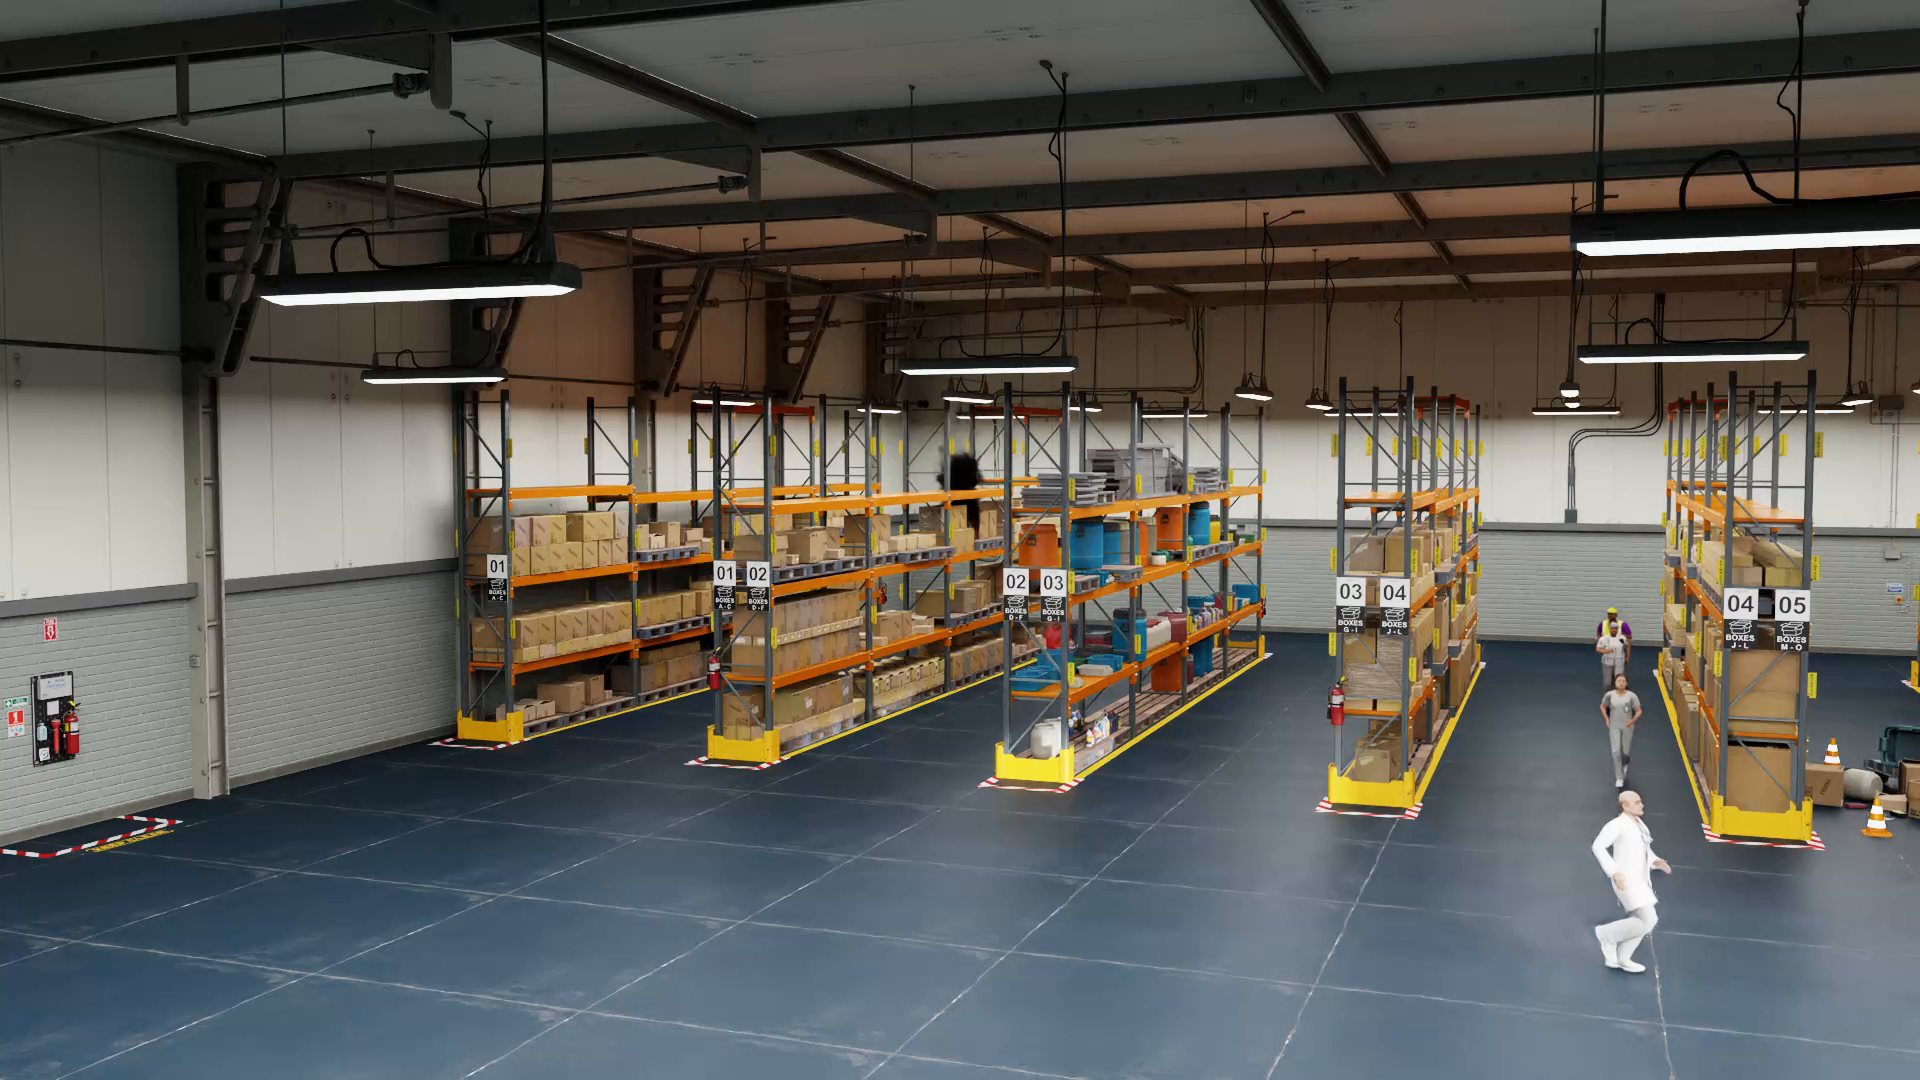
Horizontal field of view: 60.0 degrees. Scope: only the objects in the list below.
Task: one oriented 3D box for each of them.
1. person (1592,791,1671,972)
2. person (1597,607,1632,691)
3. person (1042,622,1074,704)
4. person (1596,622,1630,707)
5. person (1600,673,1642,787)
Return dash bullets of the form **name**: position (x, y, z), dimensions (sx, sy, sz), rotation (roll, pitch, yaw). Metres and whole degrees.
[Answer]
- **person**: position (6.424, 3.260, 15.846), dimensions (0.704, 1.732, 0.628), rotation (-3, 4, -45)
- **person**: position (13.287, 2.255, 33.796), dimensions (0.681, 1.782, 0.916), rotation (1, 3, 23)
- **person**: position (1.865, 2.286, 32.131), dimensions (0.672, 1.711, 0.796), rotation (1, 3, 22)
- **person**: position (12.477, 2.423, 31.788), dimensions (0.632, 1.732, 0.756), rotation (1, 3, 17)
- **person**: position (9.865, 2.809, 24.837), dimensions (0.579, 1.651, 0.790), rotation (1, 3, 22)
